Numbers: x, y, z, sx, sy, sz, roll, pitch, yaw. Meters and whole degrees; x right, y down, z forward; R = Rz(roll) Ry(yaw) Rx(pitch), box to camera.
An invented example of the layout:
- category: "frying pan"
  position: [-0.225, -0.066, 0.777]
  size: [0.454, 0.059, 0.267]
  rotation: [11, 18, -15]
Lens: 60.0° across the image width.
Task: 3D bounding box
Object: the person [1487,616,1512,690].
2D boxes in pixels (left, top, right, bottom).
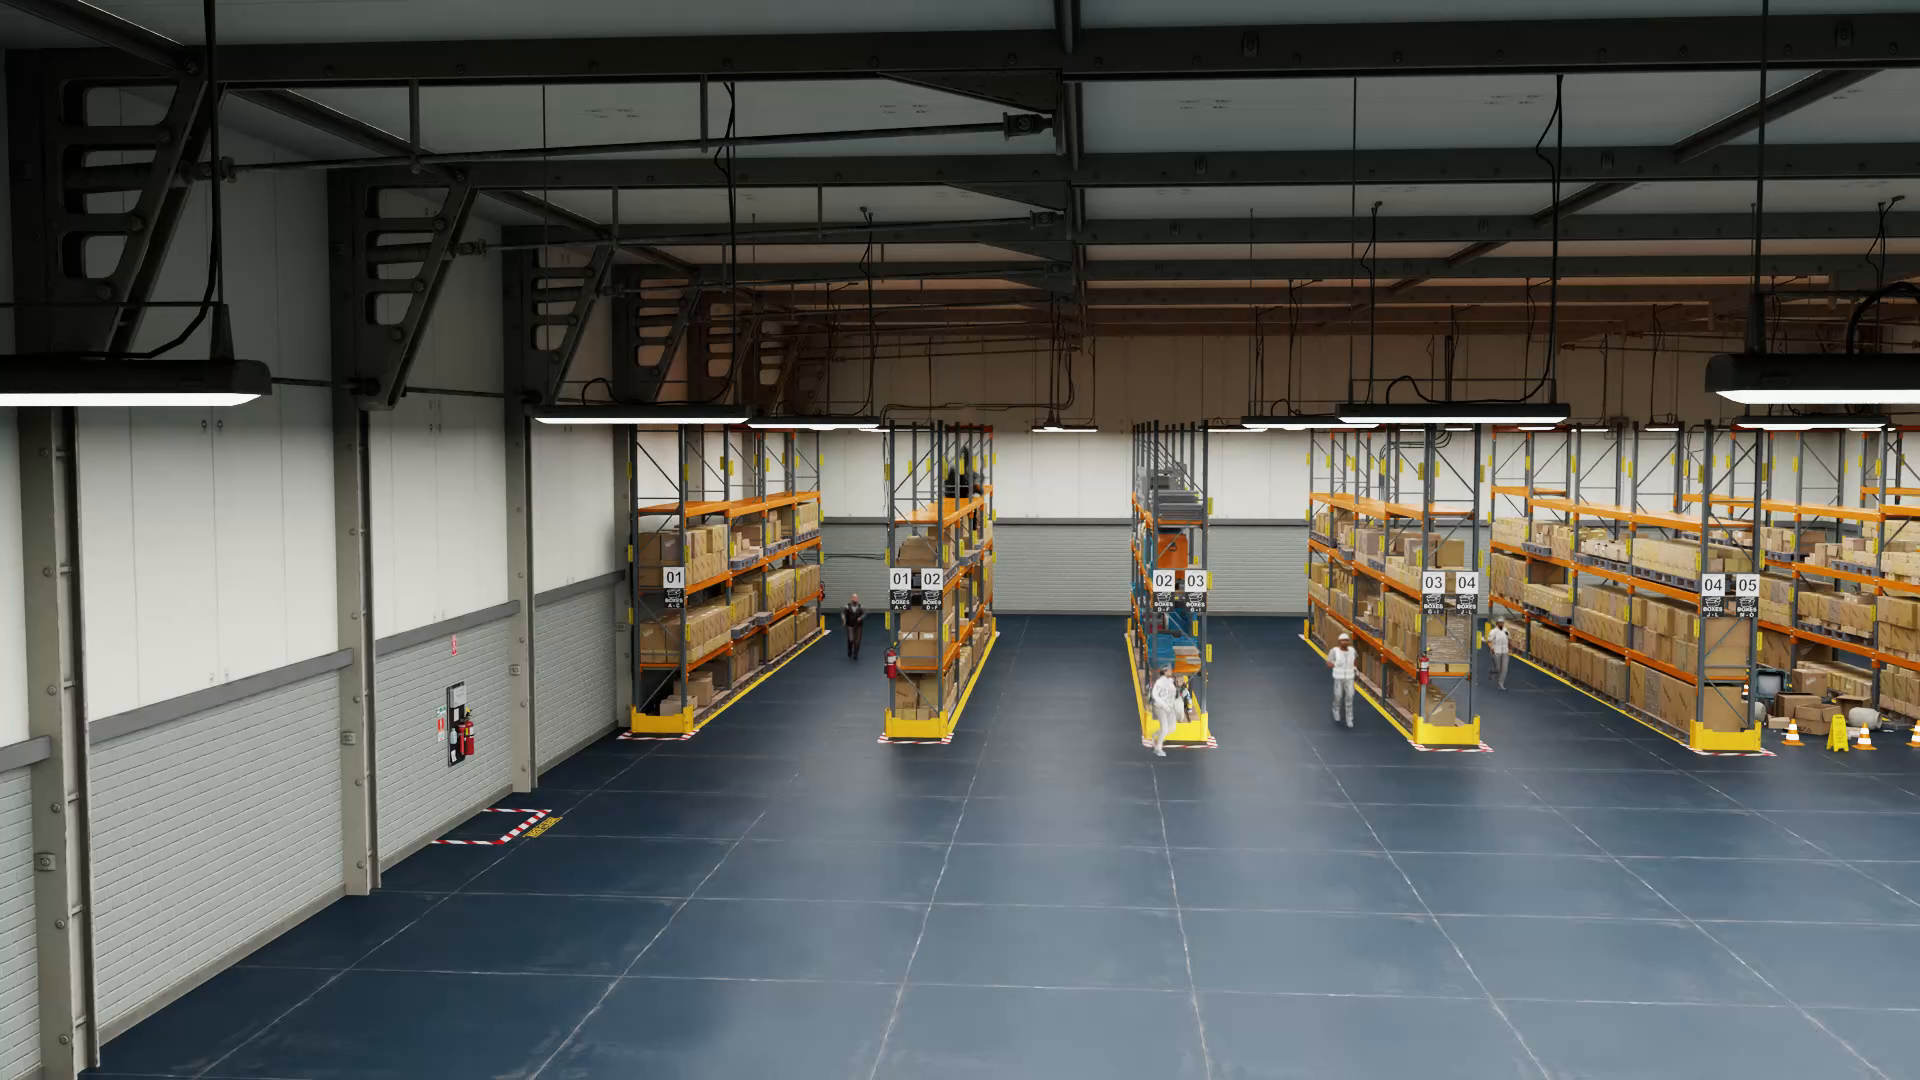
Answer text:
- category: "person"
  position: [12.181, 2.533, 37.481]
  size: [0.592, 1.650, 0.675]
  rotation: [0, 4, -2]

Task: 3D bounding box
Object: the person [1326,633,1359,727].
- category: "person"
  position: [7.518, 2.721, 32.644]
  size: [0.660, 1.778, 0.961]
  rotation: [0, 4, 1]

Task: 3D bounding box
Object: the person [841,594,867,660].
- category: "person"
  position: [-2.715, 2.209, 42.133]
  size: [0.574, 1.680, 0.591]
  rotation: [-1, 4, -9]

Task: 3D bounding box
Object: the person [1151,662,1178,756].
- category: "person"
  position: [3.692, 3.023, 29.897]
  size: [0.670, 1.653, 0.504]
  rotation: [-4, 5, -44]
